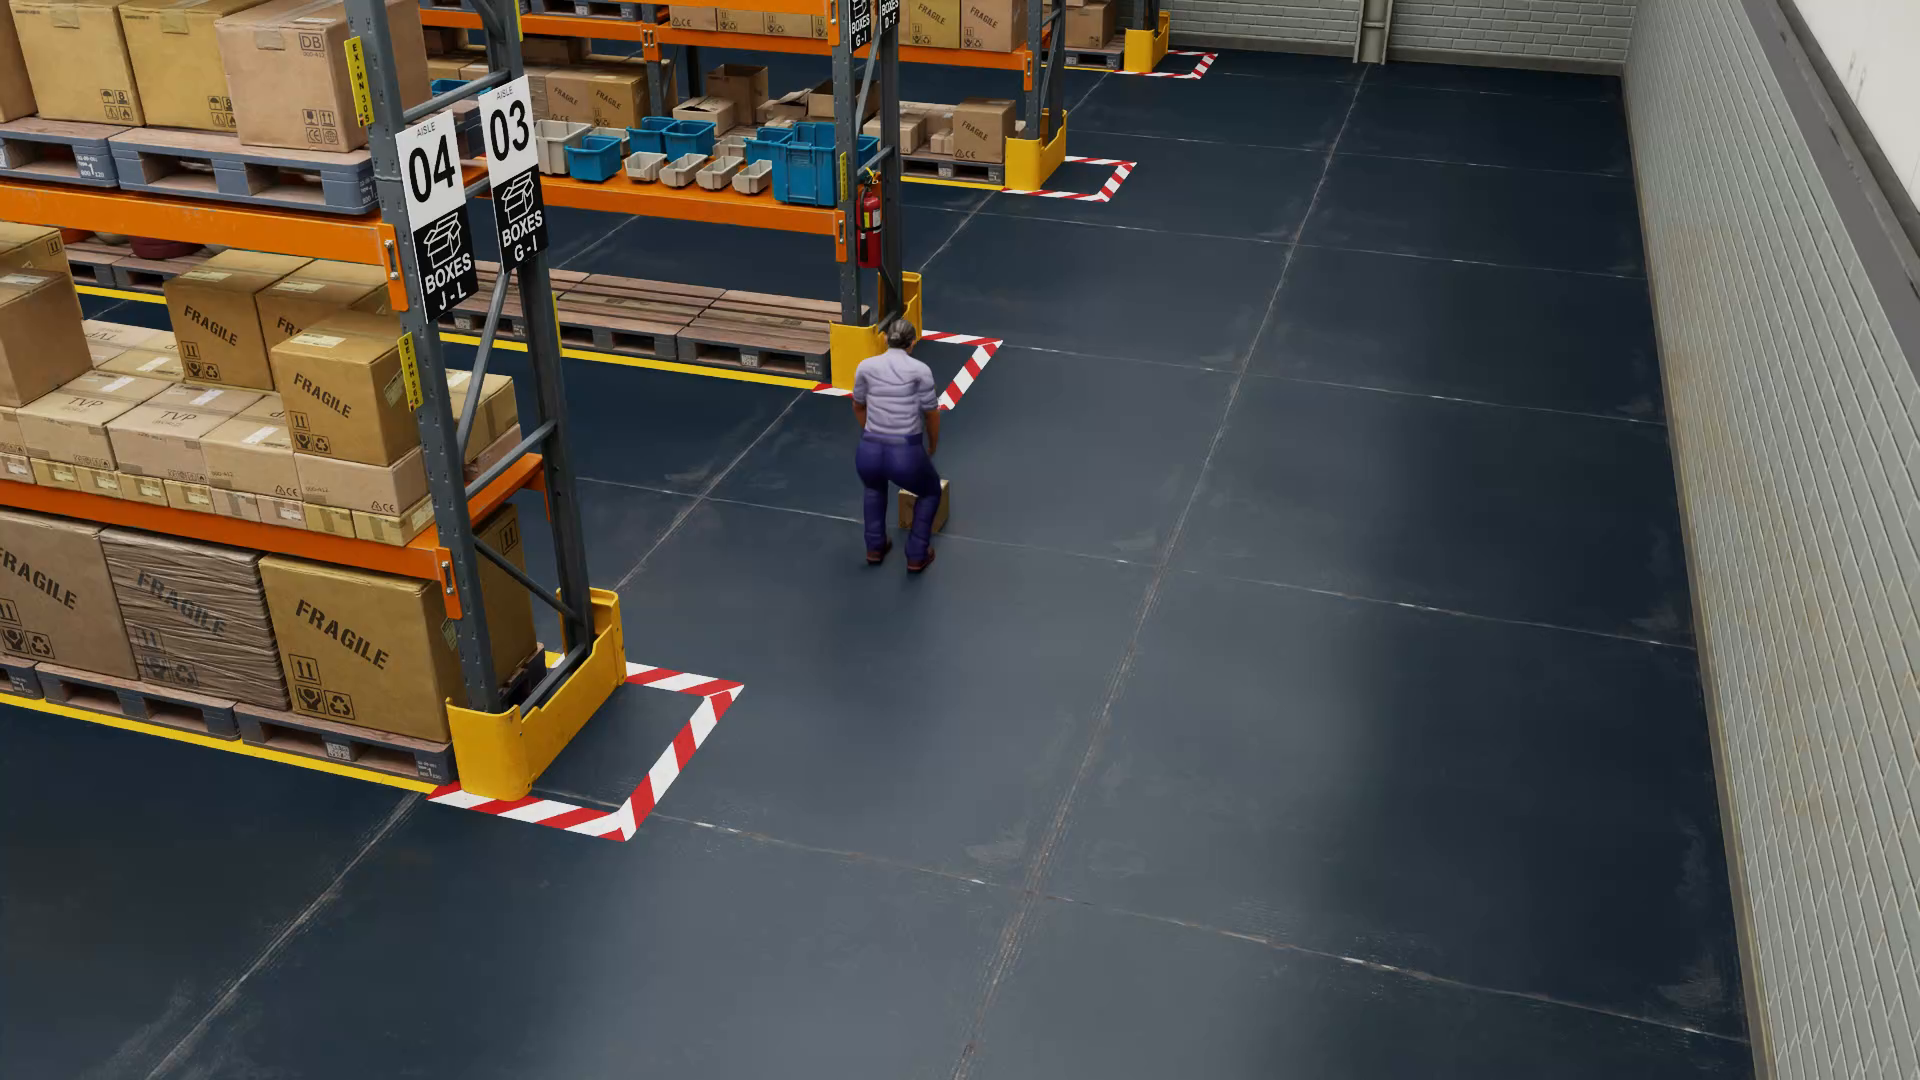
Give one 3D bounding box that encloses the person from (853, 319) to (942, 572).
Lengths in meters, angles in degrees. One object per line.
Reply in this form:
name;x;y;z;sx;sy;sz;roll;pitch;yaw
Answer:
person;-0.386;-0.538;9.688;0.530;1.446;0.550;9;31;15
